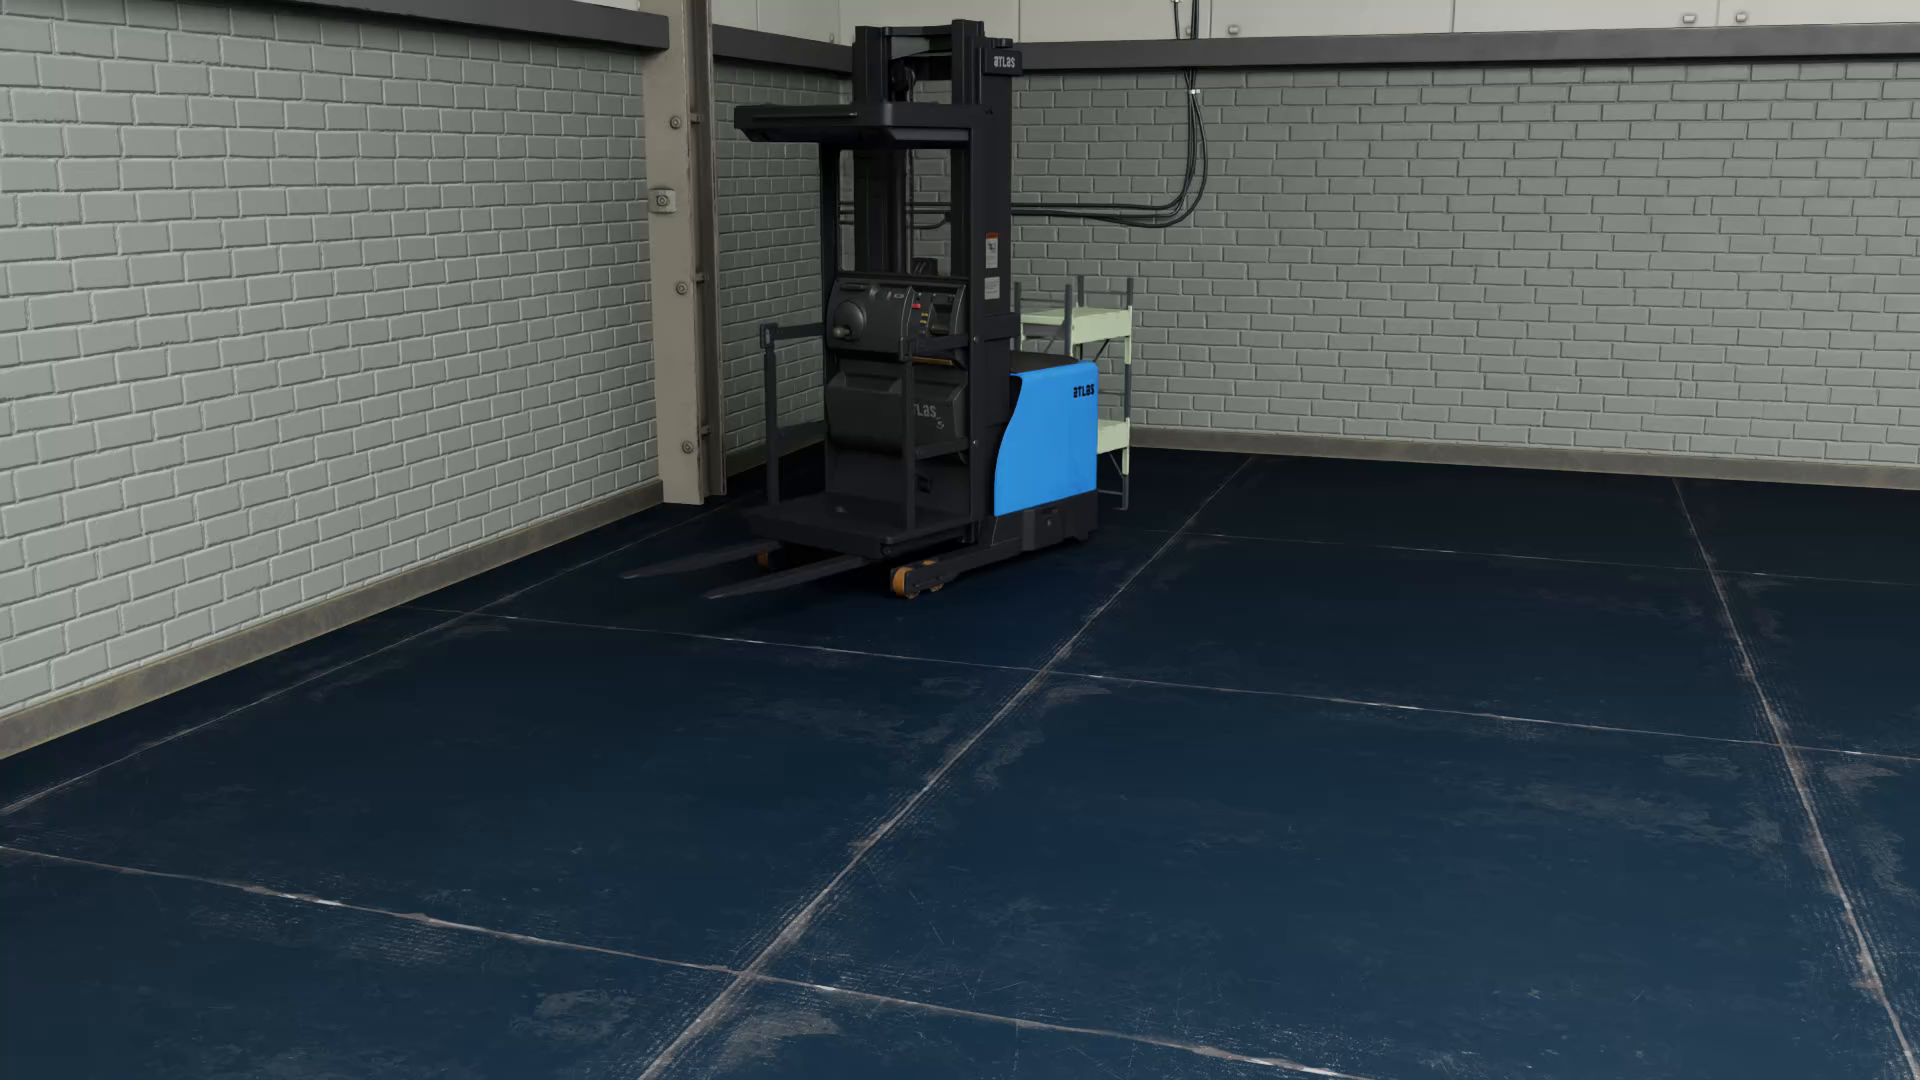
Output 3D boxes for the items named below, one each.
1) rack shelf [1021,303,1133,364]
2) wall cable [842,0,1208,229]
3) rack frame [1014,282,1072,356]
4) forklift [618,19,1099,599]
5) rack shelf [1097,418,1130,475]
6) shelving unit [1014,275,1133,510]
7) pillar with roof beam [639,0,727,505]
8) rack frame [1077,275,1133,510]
[{"bbox_3d":[0.715,-1.266,10.409,0.431,0.370,0.720,9,16,35],"label":"rack shelf"},{"bbox_3d":[0.403,-3.684,12.885,3.097,2.526,0.112,4,14,18],"label":"wall cable"},{"bbox_3d":[0.501,-0.819,10.207,0.400,1.500,0.023,9,16,35],"label":"rack frame"},{"bbox_3d":[-0.484,-1.248,8.870,1.130,2.935,3.031,10,16,38],"label":"forklift"},{"bbox_3d":[0.715,-0.567,10.569,0.431,0.370,0.720,9,16,35],"label":"rack shelf"},{"bbox_3d":[0.715,-0.885,10.496,0.431,1.500,0.755,9,16,35],"label":"shelving unit"},{"bbox_3d":[2.272,-4.363,8.881,9.100,9.000,0.400,4,14,18],"label":"pillar with roof beam"},{"bbox_3d":[0.929,-0.951,10.786,0.400,1.500,0.023,9,16,35],"label":"rack frame"}]
